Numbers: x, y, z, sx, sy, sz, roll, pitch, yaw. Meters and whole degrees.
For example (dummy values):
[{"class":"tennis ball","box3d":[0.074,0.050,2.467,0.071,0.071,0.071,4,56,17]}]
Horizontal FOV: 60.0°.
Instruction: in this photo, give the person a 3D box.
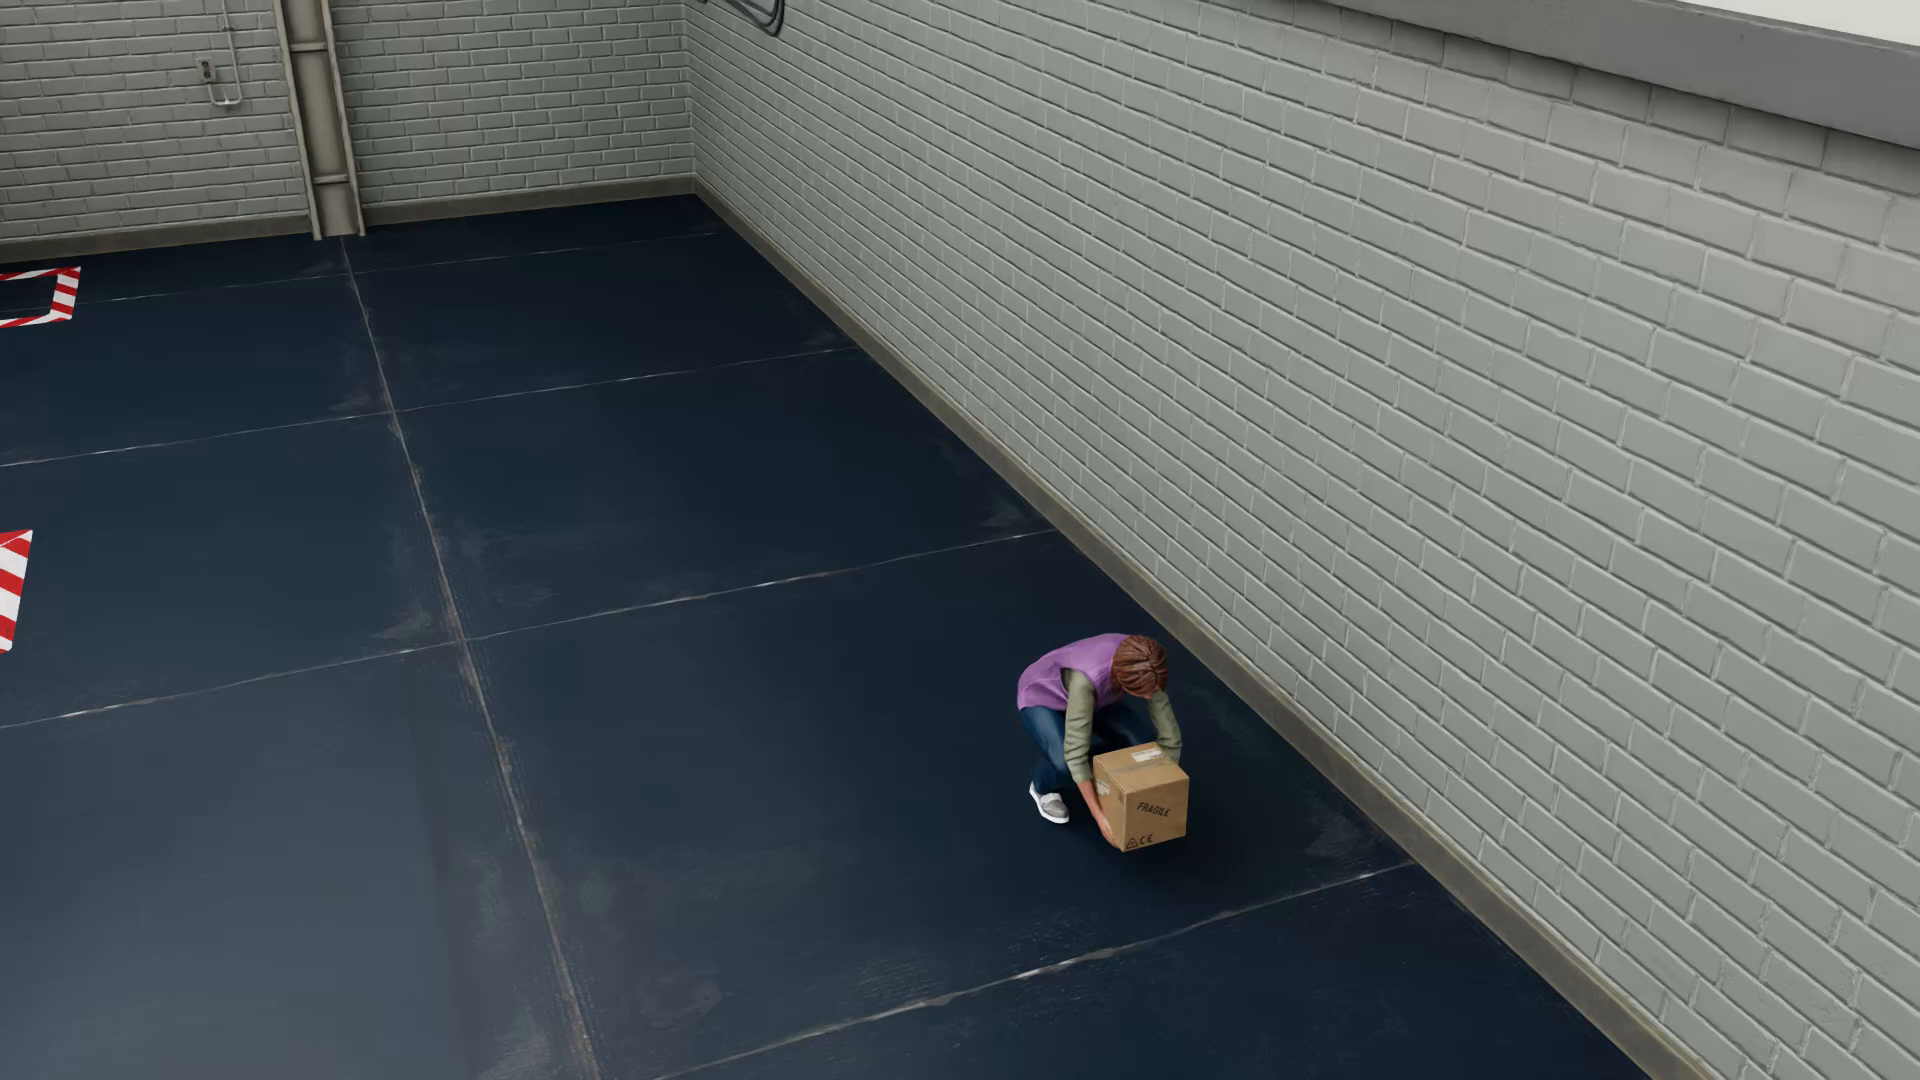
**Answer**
[{"class":"person","box3d":[0.511,0.657,6.103,0.454,0.888,0.813,-11,28,-20]}]
